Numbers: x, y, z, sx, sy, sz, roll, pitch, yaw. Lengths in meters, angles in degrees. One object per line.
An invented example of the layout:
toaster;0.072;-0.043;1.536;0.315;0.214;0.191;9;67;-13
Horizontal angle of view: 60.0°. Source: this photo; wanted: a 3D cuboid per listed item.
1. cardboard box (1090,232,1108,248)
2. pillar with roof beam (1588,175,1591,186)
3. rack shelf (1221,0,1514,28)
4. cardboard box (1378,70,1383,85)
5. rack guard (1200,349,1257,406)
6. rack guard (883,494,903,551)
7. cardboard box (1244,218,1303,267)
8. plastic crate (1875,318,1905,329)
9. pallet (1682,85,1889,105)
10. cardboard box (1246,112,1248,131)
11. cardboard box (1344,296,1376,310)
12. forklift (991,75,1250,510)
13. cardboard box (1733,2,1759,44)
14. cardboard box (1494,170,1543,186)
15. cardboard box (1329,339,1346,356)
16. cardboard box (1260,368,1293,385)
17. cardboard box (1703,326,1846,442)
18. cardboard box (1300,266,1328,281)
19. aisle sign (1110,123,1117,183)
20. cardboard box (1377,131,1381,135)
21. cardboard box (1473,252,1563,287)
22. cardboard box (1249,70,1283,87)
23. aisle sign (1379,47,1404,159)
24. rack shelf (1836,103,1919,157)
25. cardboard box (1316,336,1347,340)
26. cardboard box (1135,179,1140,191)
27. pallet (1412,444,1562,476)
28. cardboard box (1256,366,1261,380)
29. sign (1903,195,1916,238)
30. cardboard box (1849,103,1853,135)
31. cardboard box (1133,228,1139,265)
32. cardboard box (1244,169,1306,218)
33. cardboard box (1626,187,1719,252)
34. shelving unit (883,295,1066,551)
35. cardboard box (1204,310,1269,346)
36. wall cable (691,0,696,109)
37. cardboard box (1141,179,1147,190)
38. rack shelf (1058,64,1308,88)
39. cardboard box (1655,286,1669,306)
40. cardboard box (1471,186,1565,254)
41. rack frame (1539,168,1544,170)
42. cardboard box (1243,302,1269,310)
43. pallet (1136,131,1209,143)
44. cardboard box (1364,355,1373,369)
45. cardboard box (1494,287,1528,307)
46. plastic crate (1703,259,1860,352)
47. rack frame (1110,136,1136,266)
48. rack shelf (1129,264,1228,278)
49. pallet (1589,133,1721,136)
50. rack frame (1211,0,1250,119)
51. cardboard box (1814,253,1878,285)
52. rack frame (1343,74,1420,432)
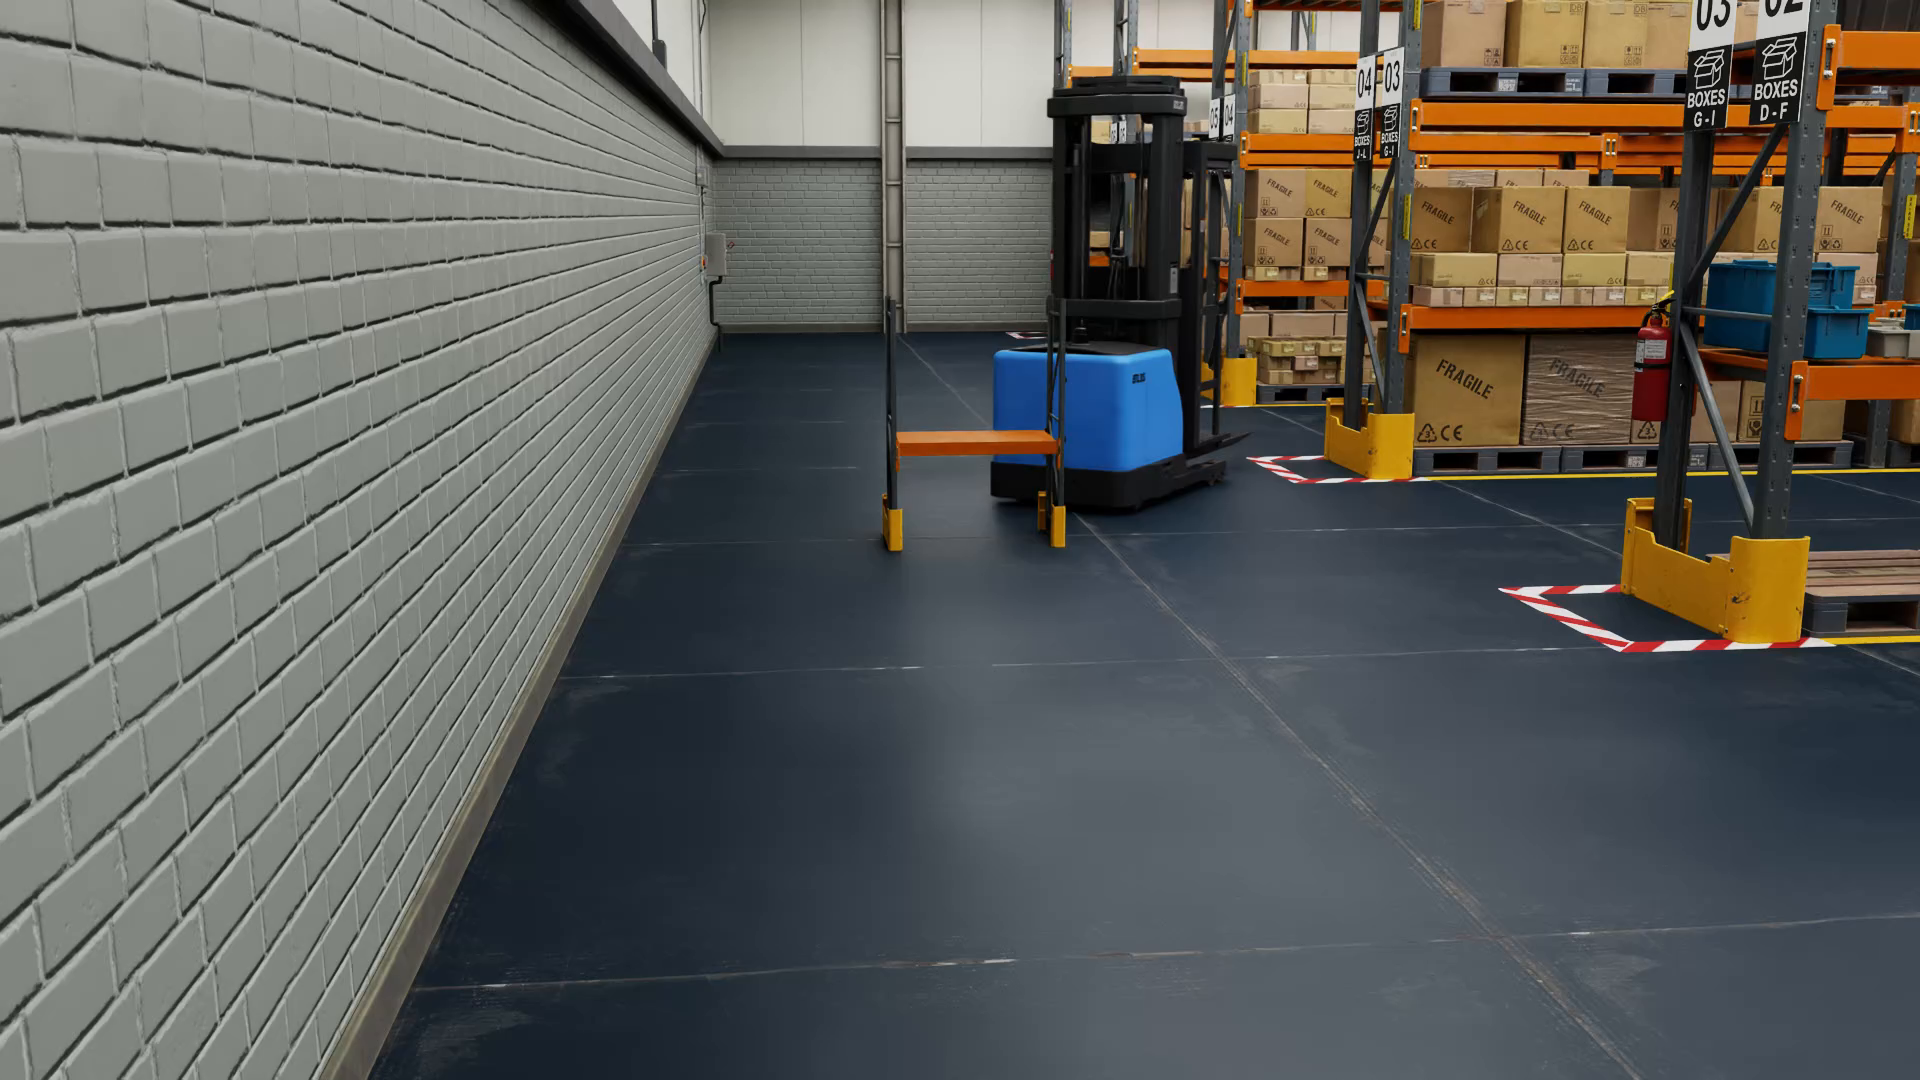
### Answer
cardboard box;2.141;-4.930;27.286;0.500;0.250;0.500;-1;11;-6
pillar with roof beam;11.278;-7.384;24.602;0.400;9.000;9.100;-1;11;-6
rack shelf;4.824;-5.631;17.559;4.000;0.370;1.077;-1;11;-6
cardboard box;4.474;-4.814;17.364;0.250;0.149;0.380;-1;11;-4
rack guard;2.911;-1.776;18.105;0.348;0.500;1.175;-1;11;-6
rack guard;-0.419;-0.114;10.299;0.087;0.250;0.587;-1;11;-6
cardboard box;3.312;-3.152;17.596;0.500;0.500;0.500;-1;11;-3
plastic crate;4.887;-1.053;8.474;0.243;0.136;0.396;-1;11;-6
pallet;6.433;-3.544;13.073;1.213;0.211;1.003;-1;11;-6
cardboard box;3.259;-4.459;17.887;0.500;0.250;0.500;-1;11;-7
cardboard box;6.671;-3.943;28.038;0.500;0.500;0.500;-1;11;-7
forklift;1.368;-1.881;12.338;1.130;2.935;3.031;6;13;28
cardboard box;5.941;-3.869;12.887;0.500;0.500;0.700;-1;11;-3
cardboard box;5.861;-3.696;17.771;0.500;0.500;0.500;-2;11;-8
cardboard box;4.156;-2.076;17.912;0.250;0.149;0.380;-2;11;-9
cardboard box;3.391;-1.757;17.833;0.250;0.149;0.380;-1;11;-5
cardboard box;6.583;-1.296;13.603;0.875;0.875;0.875;-1;11;-6
cardboard box;3.715;-2.830;17.638;0.250;0.149;0.380;-2;11;-8
aisle sign;2.096;-5.281;22.718;0.004;0.787;0.394;-1;11;-6
cardboard box;4.344;-4.383;17.498;0.500;0.250;0.500;-2;11;-8
cardboard box;4.293;-2.090;12.841;0.500;0.250;0.500;-1;11;-7
cardboard box;3.182;-4.803;17.306;0.250;0.149;0.380;-1;11;-7
aisle sign;3.232;-3.264;12.456;0.004;0.787;0.394;-1;11;-6
rack shelf;9.236;-3.291;13.423;4.000;0.370;1.077;-1;11;-6
cardboard box;4.099;-2.177;18.424;0.250;0.149;0.380;-2;11;-8
cardboard box;2.536;-4.852;22.738;0.250;0.149;0.380;-1;11;-5
pallet;4.057;-0.711;13.437;1.213;0.211;1.003;-1;11;-6
cardboard box;3.336;-1.859;18.349;0.250;0.149;0.380;-1;11;-5
sign;7.309;-2.488;12.798;0.005;0.325;0.100;-1;11;-6
cardboard box;9.255;-4.605;17.981;0.500;0.500;0.500;-1;11;-6
cardboard box;2.652;-4.058;22.973;0.500;0.500;0.500;-1;11;-6
cardboard box;3.311;-3.645;17.510;0.500;0.500;0.500;-1;11;-6
cardboard box;5.737;-2.590;13.438;0.500;0.500;0.500;-2;11;-8
shelving unit;0.076;-0.738;10.231;1.083;1.500;0.587;-1;11;-6
cardboard box;3.755;-2.950;23.153;0.875;0.438;0.875;-1;11;-5
wall cable;-3.424;-6.719;21.217;0.029;3.000;0.463;-1;11;-6
cardboard box;2.583;-4.760;22.273;0.250;0.149;0.380;-1;11;-5
rack shelf;3.649;-7.530;27.218;4.000;0.370;1.077;-1;11;-6
cardboard box;5.449;-1.906;12.940;0.250;0.149;0.380;-1;11;-5
cardboard box;4.274;-2.456;12.761;0.500;0.500;0.500;-1;11;-7
rack frame;9.614;-5.066;28.363;0.127;3.000;1.000;-1;11;-6
cardboard box;4.955;-3.901;28.319;0.500;0.311;0.500;-1;11;-4
pallet;2.937;-5.394;22.482;1.213;0.211;1.003;-1;11;-6
cardboard box;4.417;-1.941;17.995;0.250;0.149;0.380;-2;11;-9
cardboard box;4.169;-1.879;12.803;0.250;0.149;0.380;-1;11;-7
plastic crate;4.118;-1.187;8.384;0.499;0.435;0.616;-1;11;-6
rack frame;2.201;-3.948;22.674;0.127;3.000;1.000;-1;11;-6
rack shelf;4.189;-3.637;22.955;4.000;0.370;1.077;-1;11;-6
pallet;7.438;-4.456;17.970;1.003;0.211;1.213;-1;11;-6
rack frame;2.836;-5.944;17.277;0.127;3.000;1.000;-1;11;-6
cardboard box;6.837;-2.144;13.114;0.500;0.250;0.500;-1;11;-7
rack frame;3.271;-2.047;13.007;0.127;3.000;1.000;-1;11;-6
